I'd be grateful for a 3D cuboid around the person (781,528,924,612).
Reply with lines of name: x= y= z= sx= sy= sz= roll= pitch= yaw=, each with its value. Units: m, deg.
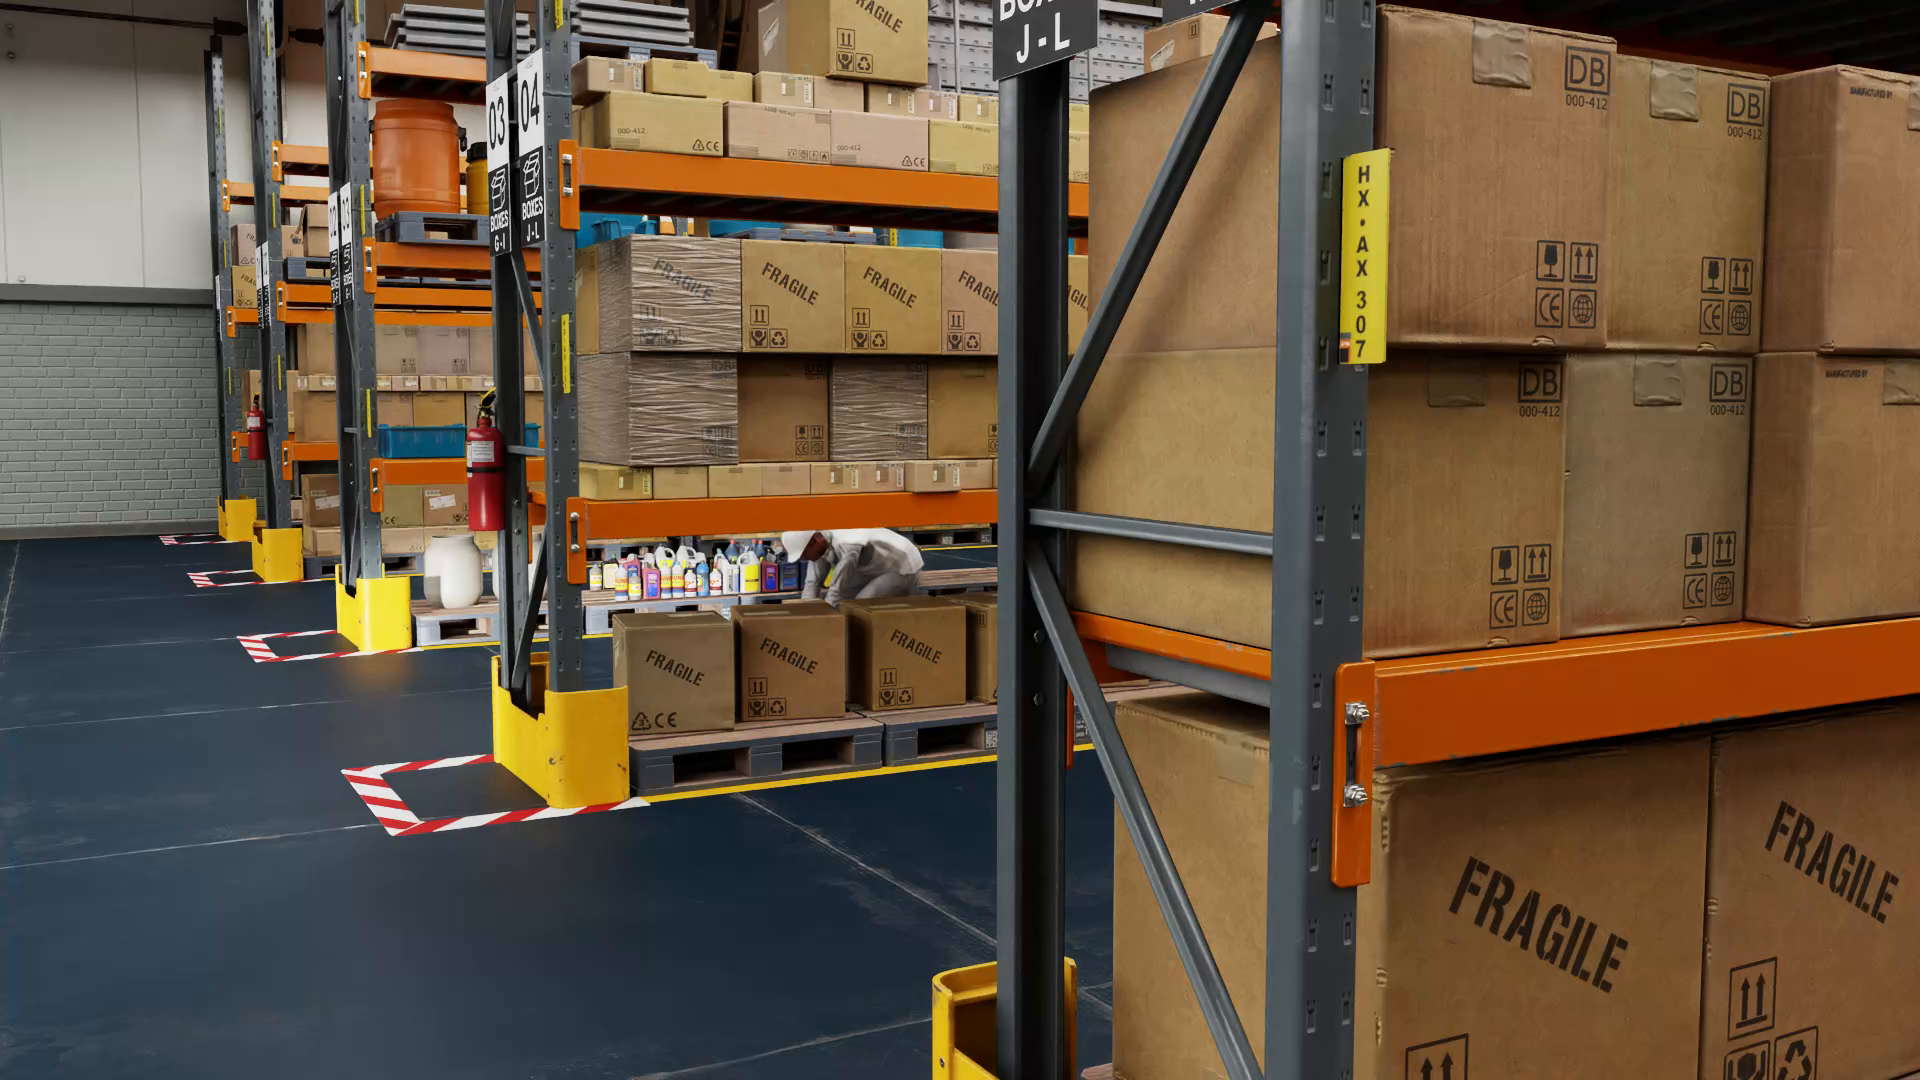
person: x=-0.705 y=0.338 z=10.755 sx=0.975 sy=0.987 sz=0.513 roll=-3 pitch=6 yaw=-31
